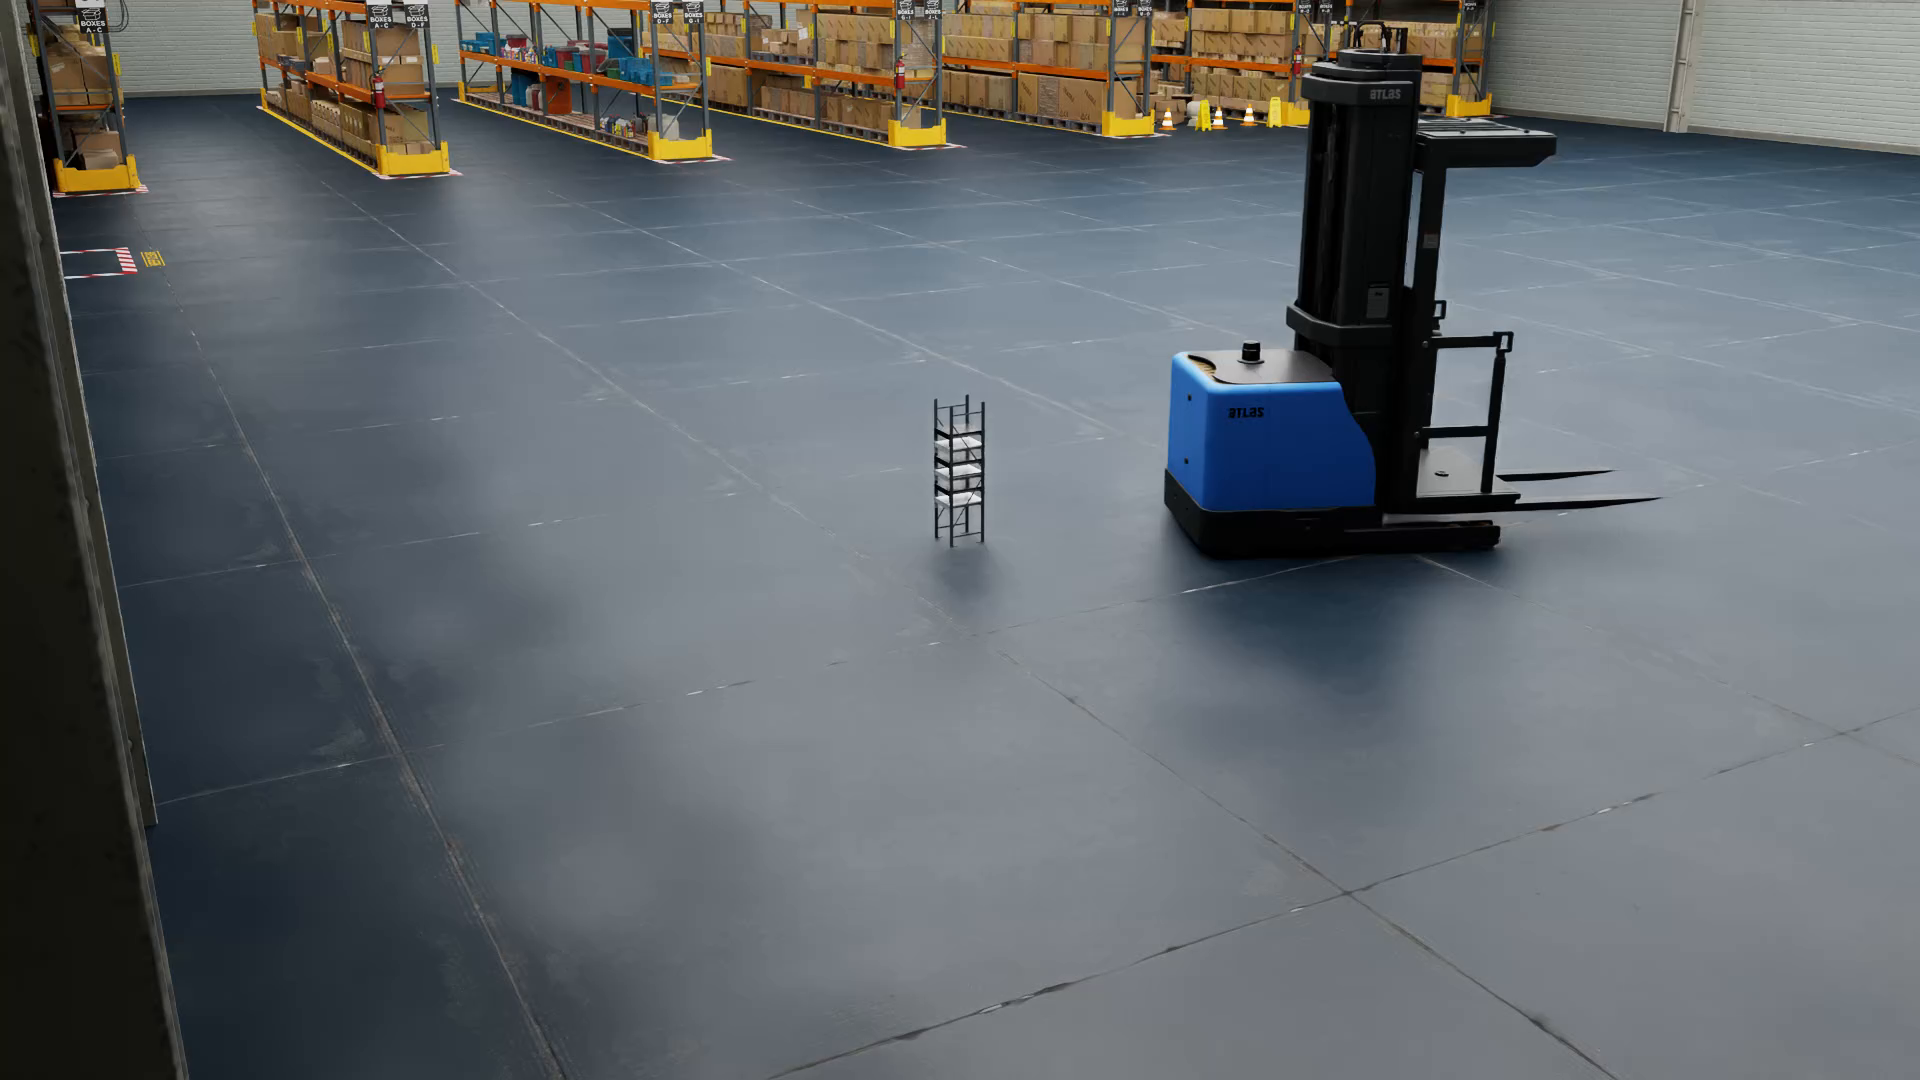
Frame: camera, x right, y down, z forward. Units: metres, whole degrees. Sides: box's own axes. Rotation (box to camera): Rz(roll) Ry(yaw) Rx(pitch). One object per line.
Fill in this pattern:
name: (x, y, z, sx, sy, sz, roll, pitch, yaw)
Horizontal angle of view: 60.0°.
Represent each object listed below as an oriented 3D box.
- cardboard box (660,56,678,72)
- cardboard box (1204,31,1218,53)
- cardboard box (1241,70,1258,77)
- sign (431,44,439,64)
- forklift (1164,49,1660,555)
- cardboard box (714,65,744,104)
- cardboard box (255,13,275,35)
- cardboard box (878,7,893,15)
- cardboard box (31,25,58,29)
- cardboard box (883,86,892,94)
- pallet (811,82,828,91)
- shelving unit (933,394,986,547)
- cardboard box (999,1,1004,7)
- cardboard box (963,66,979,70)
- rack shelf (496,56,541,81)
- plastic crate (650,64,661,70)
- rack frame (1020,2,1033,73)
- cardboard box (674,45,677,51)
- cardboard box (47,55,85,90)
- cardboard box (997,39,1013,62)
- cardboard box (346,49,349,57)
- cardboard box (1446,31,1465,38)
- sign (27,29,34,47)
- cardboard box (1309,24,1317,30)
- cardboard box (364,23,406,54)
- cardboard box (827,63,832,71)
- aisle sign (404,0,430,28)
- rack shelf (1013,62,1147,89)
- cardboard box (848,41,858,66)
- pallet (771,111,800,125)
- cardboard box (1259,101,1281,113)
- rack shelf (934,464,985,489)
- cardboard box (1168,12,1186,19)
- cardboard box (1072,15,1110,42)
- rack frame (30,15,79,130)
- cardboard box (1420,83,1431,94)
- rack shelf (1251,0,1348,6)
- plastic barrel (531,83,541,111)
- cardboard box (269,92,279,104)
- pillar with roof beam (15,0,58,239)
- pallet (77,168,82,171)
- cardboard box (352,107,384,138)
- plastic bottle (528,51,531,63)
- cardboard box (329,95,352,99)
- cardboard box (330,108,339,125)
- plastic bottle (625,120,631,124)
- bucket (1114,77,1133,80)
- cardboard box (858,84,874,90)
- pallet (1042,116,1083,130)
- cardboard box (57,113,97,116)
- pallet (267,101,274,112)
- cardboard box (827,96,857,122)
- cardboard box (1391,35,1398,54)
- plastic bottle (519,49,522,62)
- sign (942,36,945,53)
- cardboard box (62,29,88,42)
cardboard box: (-7.617, -12.737, 45.372, 0.875, 0.875, 0.875, -10, 21, -27)
cardboard box: (6.219, -11.943, 39.849, 0.500, 0.500, 0.500, -10, 21, -27)
cardboard box: (6.812, -10.910, 38.892, 0.380, 0.149, 0.250, -9, 21, -24)
sign: (-9.055, -8.380, 28.683, 0.100, 0.325, 0.005, -10, 21, -27)
forklift: (2.897, -1.487, 10.262, 3.031, 2.935, 1.130, -2, 19, -7)
cardboard box: (-5.351, -11.331, 41.298, 1.225, 0.875, 0.875, -10, 21, -26)
cardboard box: (-17.165, -12.794, 41.236, 0.500, 0.500, 0.500, -9, 21, -25)
cardboard box: (-2.111, -14.394, 45.419, 0.500, 0.500, 0.500, -9, 21, -25)
cardboard box: (-19.613, -10.905, 35.659, 0.500, 0.250, 0.500, -9, 21, -25)
cardboard box: (-1.741, -12.178, 44.328, 0.500, 0.500, 0.500, -9, 21, -24)
pallet: (-3.620, -13.136, 48.189, 1.003, 0.211, 1.213, -10, 21, -27)
shelving unit: (-0.004, -0.428, 10.305, 0.258, 0.900, 0.210, -10, 21, -27)
cardboard box: (1.345, -15.529, 48.171, 0.380, 0.149, 0.250, -10, 21, -27)
cardboard box: (0.699, -14.324, 50.641, 0.875, 0.438, 0.875, -11, 22, -28)
rack shelf: (-9.933, -11.146, 39.250, 1.077, 0.370, 4.000, -10, 21, -27)
plastic crate: (-6.320, -9.417, 33.366, 0.499, 0.251, 0.616, -10, 21, -27)
rack frame: (2.197, -14.362, 47.468, 1.000, 3.000, 0.127, -10, 21, -27)
cardboard box: (-7.324, -12.966, 43.809, 0.380, 0.149, 0.250, -10, 21, -26)
cardboard box: (-14.315, -7.476, 26.561, 0.500, 0.500, 0.500, -10, 22, -27)
cardboard box: (1.205, -11.425, 38.804, 0.500, 0.500, 0.500, -10, 21, -27)
cardboard box: (-11.245, -9.098, 31.065, 0.380, 0.149, 0.250, -11, 22, -28)
cardboard box: (11.851, -12.097, 39.757, 0.380, 0.149, 0.250, -10, 21, -26)
sign: (-18.189, -9.837, 32.580, 0.100, 0.325, 0.005, -10, 21, -27)
cardboard box: (9.372, -13.615, 44.156, 0.380, 0.149, 0.250, -10, 21, -26)
cardboard box: (-10.036, -8.811, 29.238, 0.700, 0.500, 0.500, -11, 22, -28)
cardboard box: (-2.638, -10.162, 35.682, 0.380, 0.149, 0.250, -10, 21, -27)
aisle sign: (-9.245, -9.106, 28.251, 0.394, 0.787, 0.004, -10, 21, -27)
rack shelf: (2.637, -10.356, 36.960, 1.077, 0.370, 4.000, -10, 21, -27)
cardboard box: (-1.832, -10.153, 34.660, 0.875, 0.500, 0.500, -10, 21, -27)
pallet: (-3.680, -9.786, 38.482, 1.003, 0.211, 1.213, -10, 21, -27)
cardboard box: (7.263, -10.013, 38.436, 0.500, 0.250, 0.500, -10, 21, -27)
rack shelf: (-0.004, -0.396, 10.316, 0.258, 0.077, 0.200, -10, 21, -27)
cardboard box: (5.478, -13.244, 41.981, 0.380, 0.149, 0.250, -9, 21, -24)
cardboard box: (2.956, -11.141, 36.247, 0.875, 0.550, 0.550, -10, 21, -27)
rack frame: (-19.602, -10.525, 36.349, 1.000, 3.000, 0.127, -10, 21, -27)
cardboard box: (11.527, -11.059, 40.701, 0.500, 0.250, 0.500, -10, 22, -27)
rack shelf: (9.413, -14.487, 44.336, 1.077, 0.370, 4.000, -10, 21, -27)
plastic barrel: (-9.767, -10.432, 39.132, 0.600, 0.588, 0.708, -10, 21, -27)
cardboard box: (-16.660, -10.863, 40.869, 0.500, 0.250, 0.500, -10, 21, -27)
pillar with roof beam: (-8.359, -8.928, 22.522, 9.100, 9.000, 0.400, -10, 21, -27)
pallet: (-14.294, -6.023, 27.576, 1.003, 0.211, 1.213, -10, 21, -27)
cardboard box: (-10.786, -7.638, 30.405, 0.500, 0.500, 0.500, -10, 21, -27)
plastic bottle: (-9.884, -11.115, 38.254, 0.097, 0.271, 0.097, 0, 19, 0)
cardboard box: (-13.563, -9.496, 36.524, 0.500, 0.500, 0.500, -11, 22, -29)
cardboard box: (-12.143, -8.381, 32.847, 0.500, 0.311, 0.500, -9, 21, -25)
plastic bottle: (-6.656, -8.242, 33.232, 0.152, 0.276, 0.135, -10, 21, -27)
bucket: (3.781, -10.759, 39.714, 0.726, 0.611, 0.620, -3, 9, -8)
cardboard box: (-2.597, -12.477, 45.732, 0.380, 0.149, 0.250, -10, 21, -26)
pallet: (2.563, -9.370, 37.277, 1.003, 0.211, 1.213, -10, 21, -27)
cardboard box: (-16.912, -7.901, 31.900, 0.700, 0.500, 0.500, -10, 21, -27)
pallet: (-16.728, -10.873, 41.632, 1.003, 0.211, 1.213, -10, 21, -27)
cardboard box: (-2.571, -9.426, 36.353, 0.500, 0.500, 0.500, -11, 22, -28)
cardboard box: (11.067, -12.275, 41.266, 0.500, 0.500, 0.500, -10, 21, -26)
plastic bottle: (-10.245, -11.326, 38.848, 0.061, 0.283, 0.133, -10, 21, -27)
sign: (-0.348, -9.875, 33.139, 0.100, 0.325, 0.005, -10, 21, -27)
cardboard box: (-17.705, -10.107, 33.348, 0.500, 0.250, 0.500, -9, 21, -25)
